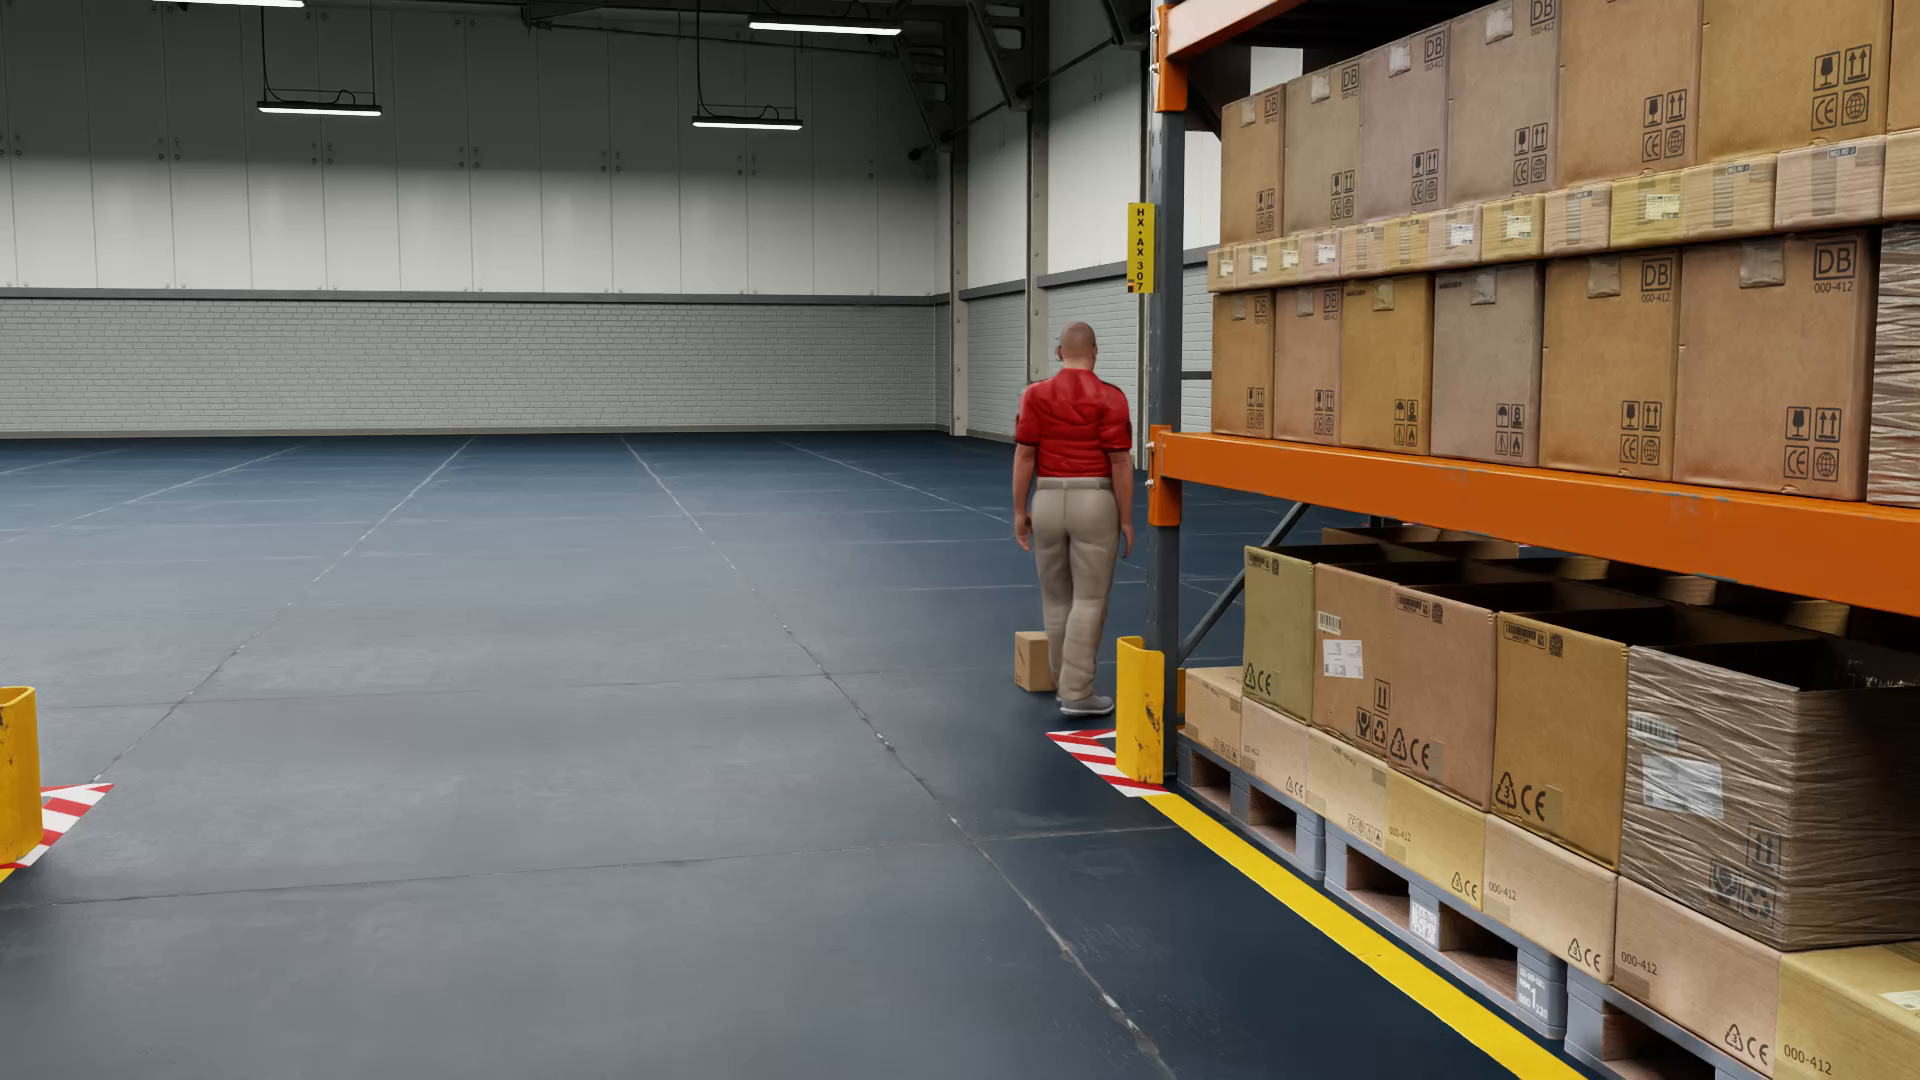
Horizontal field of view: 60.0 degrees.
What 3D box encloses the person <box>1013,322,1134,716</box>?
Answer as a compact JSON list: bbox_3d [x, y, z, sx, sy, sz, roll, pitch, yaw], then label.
[{"bbox_3d":[0.533,-0.095,7.407,0.549,1.737,0.580,3,7,24],"label":"person"}]
